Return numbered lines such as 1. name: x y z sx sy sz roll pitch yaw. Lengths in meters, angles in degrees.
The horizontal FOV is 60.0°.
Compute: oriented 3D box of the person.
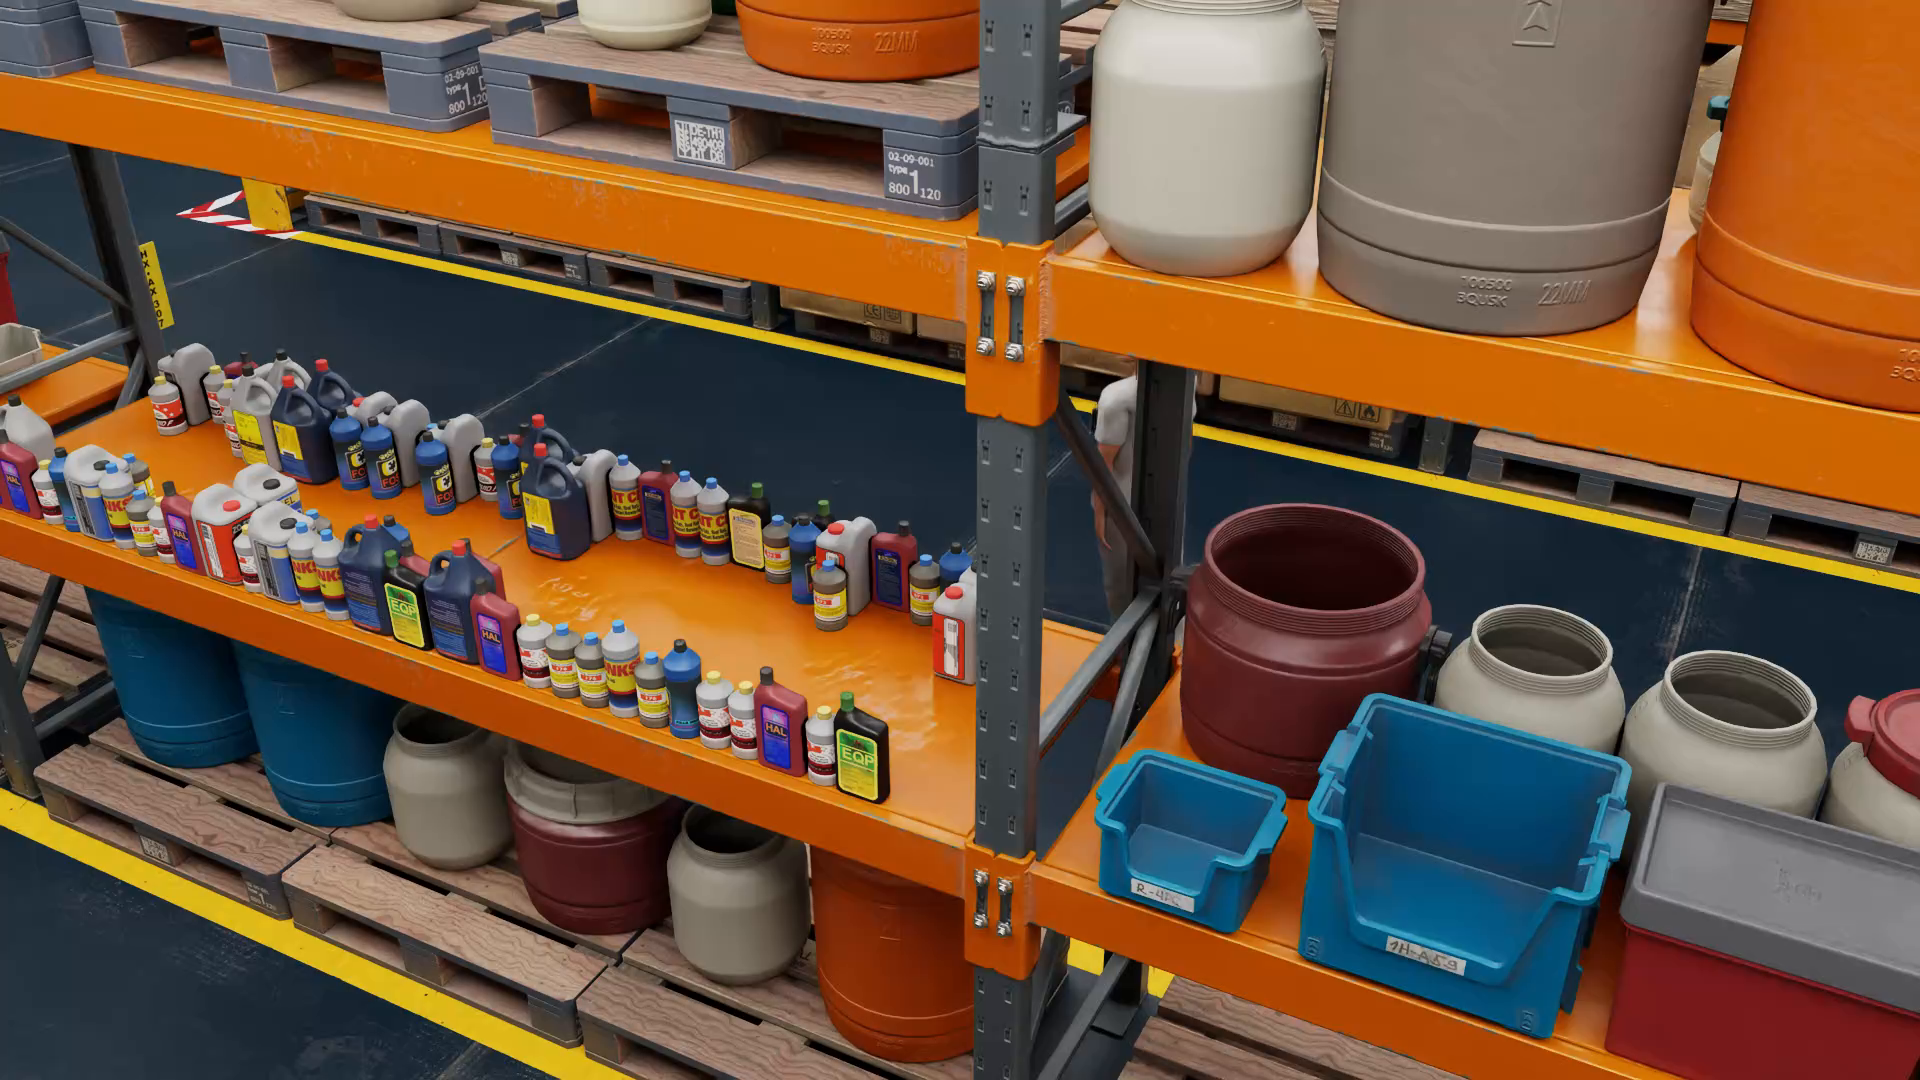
1. person: 0.754 -0.143 6.343 0.616 1.669 0.409 -16 34 -25
